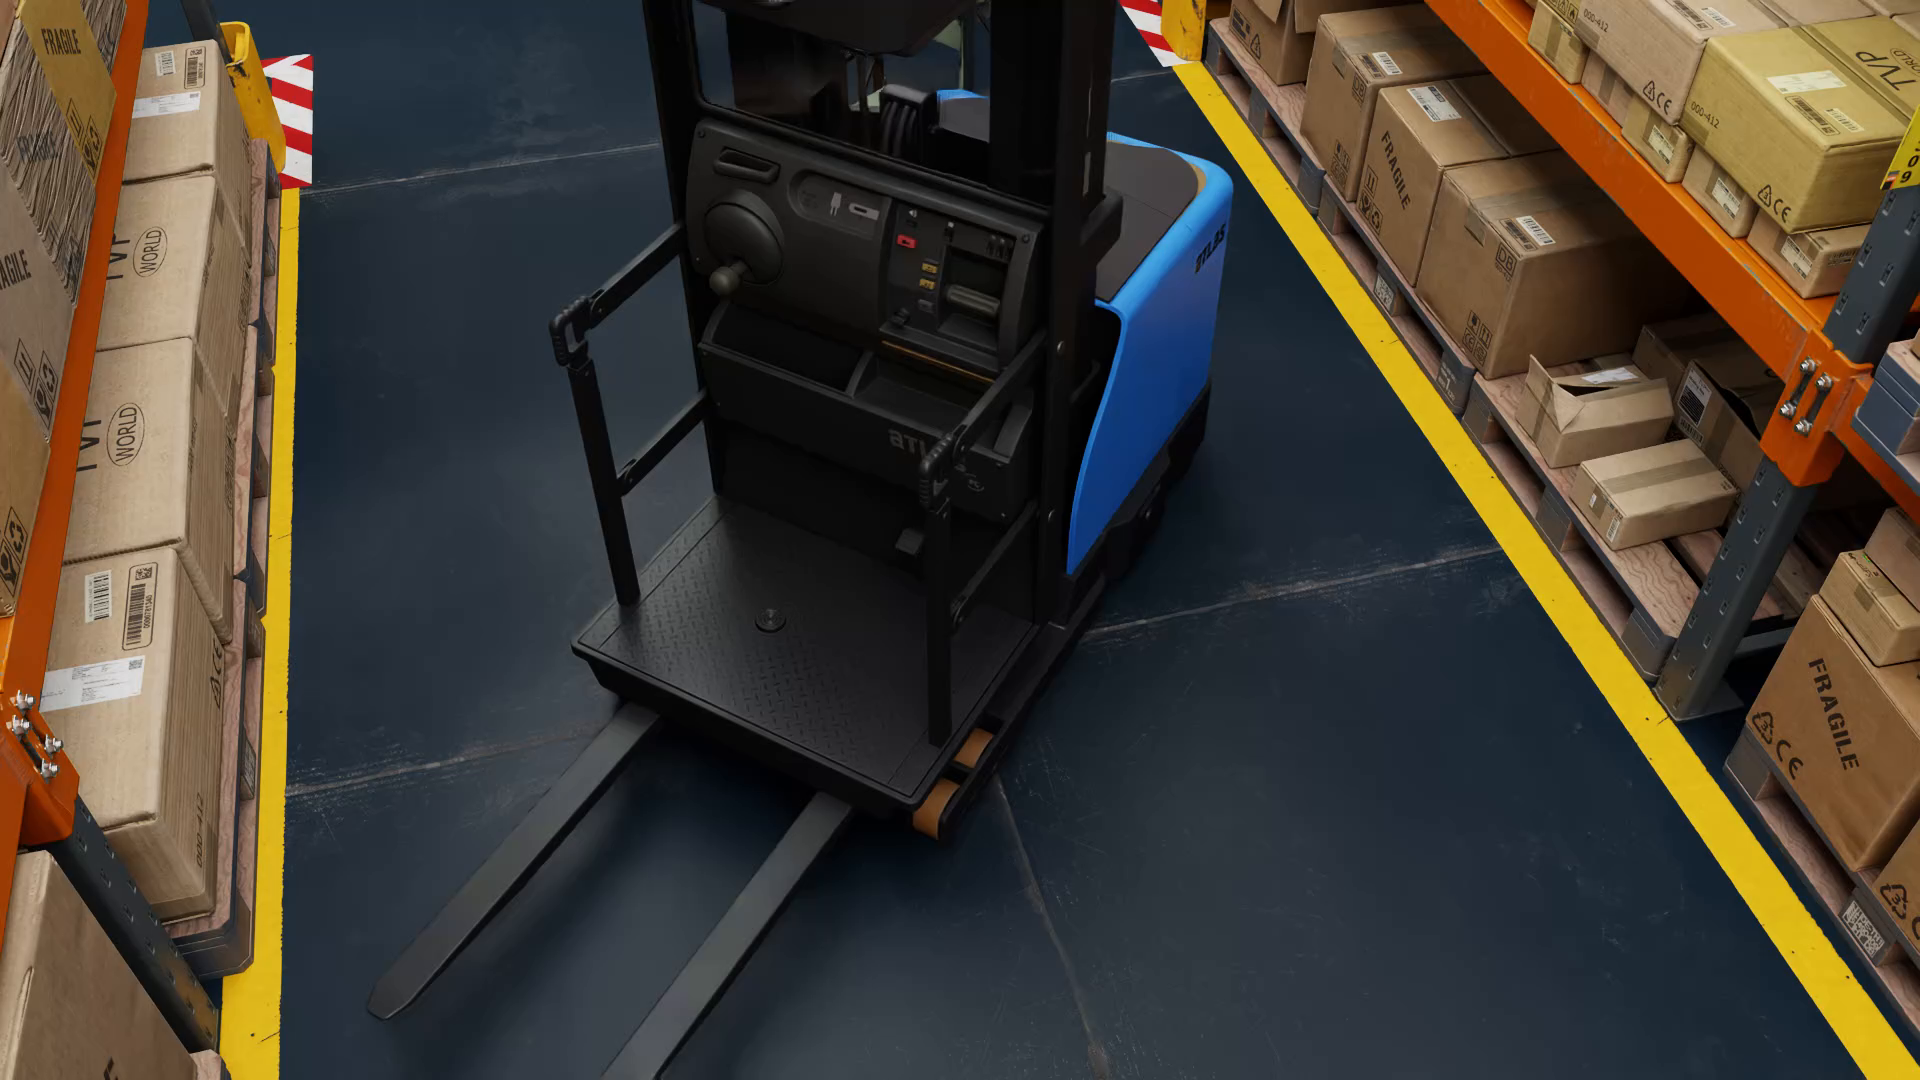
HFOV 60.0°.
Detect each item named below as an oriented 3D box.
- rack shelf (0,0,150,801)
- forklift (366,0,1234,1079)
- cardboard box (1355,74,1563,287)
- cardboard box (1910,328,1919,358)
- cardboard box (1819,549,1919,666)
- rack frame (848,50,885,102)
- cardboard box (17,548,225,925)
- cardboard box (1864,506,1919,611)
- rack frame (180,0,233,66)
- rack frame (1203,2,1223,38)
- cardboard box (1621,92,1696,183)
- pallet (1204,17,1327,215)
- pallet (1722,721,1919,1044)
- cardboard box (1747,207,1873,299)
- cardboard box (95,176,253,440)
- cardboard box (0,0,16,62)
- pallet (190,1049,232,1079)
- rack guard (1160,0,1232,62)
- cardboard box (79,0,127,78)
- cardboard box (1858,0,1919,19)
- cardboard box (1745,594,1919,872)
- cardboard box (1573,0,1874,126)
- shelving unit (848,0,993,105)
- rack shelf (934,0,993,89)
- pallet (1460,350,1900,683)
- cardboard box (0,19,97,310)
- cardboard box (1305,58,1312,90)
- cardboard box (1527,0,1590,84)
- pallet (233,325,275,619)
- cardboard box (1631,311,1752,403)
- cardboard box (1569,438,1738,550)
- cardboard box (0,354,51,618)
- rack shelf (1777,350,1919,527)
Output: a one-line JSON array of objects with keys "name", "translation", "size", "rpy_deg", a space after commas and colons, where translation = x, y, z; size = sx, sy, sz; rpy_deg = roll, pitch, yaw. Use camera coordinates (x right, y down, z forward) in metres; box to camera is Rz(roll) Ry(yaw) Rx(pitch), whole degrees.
[{"name": "rack shelf", "translation": [-2.807, -0.878, 4.514], "size": [1.077, 0.370, 4.000], "rpy_deg": [-11, 47, -10]}, {"name": "forklift", "translation": [-0.352, -0.604, 3.789], "size": [1.130, 2.935, 3.031], "rpy_deg": [22, 49, 20]}, {"name": "cardboard box", "translation": [1.763, -1.272, 5.853], "size": [0.500, 0.500, 0.500], "rpy_deg": [-10, 46, -10]}, {"name": "cardboard box", "translation": [2.410, -0.466, 3.242], "size": [0.700, 0.500, 0.500], "rpy_deg": [-10, 46, -9]}, {"name": "cardboard box", "translation": [2.337, 0.138, 4.016], "size": [0.380, 0.149, 0.250], "rpy_deg": [-9, 46, -8]}, {"name": "rack frame", "translation": [-0.411, -1.678, 5.844], "size": [0.023, 1.500, 0.400], "rpy_deg": [31, 53, 27]}, {"name": "cardboard box", "translation": [-2.352, 0.548, 4.113], "size": [0.875, 0.438, 0.875], "rpy_deg": [-11, 47, -11]}, {"name": "cardboard box", "translation": [2.395, 0.023, 3.921], "size": [0.380, 0.149, 0.250], "rpy_deg": [-11, 47, -11]}, {"name": "rack frame", "translation": [-3.319, -2.510, 5.610], "size": [1.000, 3.000, 0.127], "rpy_deg": [-11, 47, -10]}, {"name": "rack frame", "translation": [1.478, -3.421, 6.502], "size": [1.000, 3.000, 0.127], "rpy_deg": [-11, 47, -10]}, {"name": "cardboard box", "translation": [1.999, -1.096, 4.400], "size": [0.380, 0.149, 0.250], "rpy_deg": [-10, 46, -9]}, {"name": "pallet", "translation": [1.703, -1.842, 6.907], "size": [1.003, 0.211, 1.213], "rpy_deg": [-11, 47, -10]}, {"name": "pallet", "translation": [2.747, 0.872, 4.248], "size": [1.003, 0.211, 1.213], "rpy_deg": [-11, 47, -10]}, {"name": "cardboard box", "translation": [2.176, -0.745, 4.056], "size": [0.380, 0.149, 0.250], "rpy_deg": [-10, 46, -10]}, {"name": "cardboard box", "translation": [-2.811, -0.693, 5.329], "size": [0.875, 0.438, 0.875], "rpy_deg": [-10, 46, -9]}, {"name": "cardboard box", "translation": [-2.426, -1.212, 3.568], "size": [0.500, 0.500, 0.500], "rpy_deg": [-10, 46, -10]}, {"name": "pallet", "translation": [-2.025, 1.746, 3.391], "size": [1.003, 0.211, 1.213], "rpy_deg": [-11, 47, -10]}, {"name": "rack guard", "translation": [1.498, -2.493, 7.343], "size": [1.175, 0.500, 0.348], "rpy_deg": [-11, 47, -10]}, {"name": "cardboard box", "translation": [-2.685, -1.558, 4.607], "size": [0.500, 0.500, 0.500], "rpy_deg": [-9, 46, -9]}, {"name": "cardboard box", "translation": [2.501, -1.447, 4.464], "size": [0.500, 0.250, 0.500], "rpy_deg": [-11, 47, -11]}, {"name": "cardboard box", "translation": [2.408, 0.444, 4.171], "size": [0.500, 0.500, 0.500], "rpy_deg": [-9, 46, -9]}, {"name": "cardboard box", "translation": [1.993, -1.361, 4.380], "size": [0.500, 0.250, 0.500], "rpy_deg": [-11, 47, -10]}, {"name": "shelving unit", "translation": [-0.132, -1.509, 5.679], "size": [0.755, 1.500, 0.431], "rpy_deg": [31, 53, 27]}, {"name": "rack shelf", "translation": [-0.132, -1.782, 5.400], "size": [0.720, 0.370, 0.431], "rpy_deg": [31, 53, 27]}, {"name": "pallet", "translation": [2.327, -0.157, 5.256], "size": [1.003, 0.211, 1.213], "rpy_deg": [-11, 47, -10]}, {"name": "cardboard box", "translation": [-2.408, -0.848, 3.911], "size": [0.500, 0.500, 0.500], "rpy_deg": [-10, 47, -10]}, {"name": "cardboard box", "translation": [1.614, -1.830, 6.645], "size": [0.380, 0.149, 0.250], "rpy_deg": [-12, 47, -12]}, {"name": "cardboard box", "translation": [1.865, -1.453, 4.750], "size": [0.380, 0.149, 0.250], "rpy_deg": [-11, 47, -11]}, {"name": "pallet", "translation": [-2.730, -0.156, 5.255], "size": [1.003, 0.211, 1.213], "rpy_deg": [-11, 47, -10]}, {"name": "cardboard box", "translation": [2.450, -0.607, 5.447], "size": [0.380, 0.149, 0.250], "rpy_deg": [-11, 47, -11]}, {"name": "cardboard box", "translation": [2.076, -0.139, 4.988], "size": [0.380, 0.149, 0.250], "rpy_deg": [-12, 47, -12]}, {"name": "cardboard box", "translation": [-2.162, -0.156, 3.232], "size": [0.500, 0.500, 0.500], "rpy_deg": [-9, 46, -9]}, {"name": "rack shelf", "translation": [3.014, 0.974, 2.699], "size": [1.077, 0.370, 4.000], "rpy_deg": [-11, 47, -10]}]
